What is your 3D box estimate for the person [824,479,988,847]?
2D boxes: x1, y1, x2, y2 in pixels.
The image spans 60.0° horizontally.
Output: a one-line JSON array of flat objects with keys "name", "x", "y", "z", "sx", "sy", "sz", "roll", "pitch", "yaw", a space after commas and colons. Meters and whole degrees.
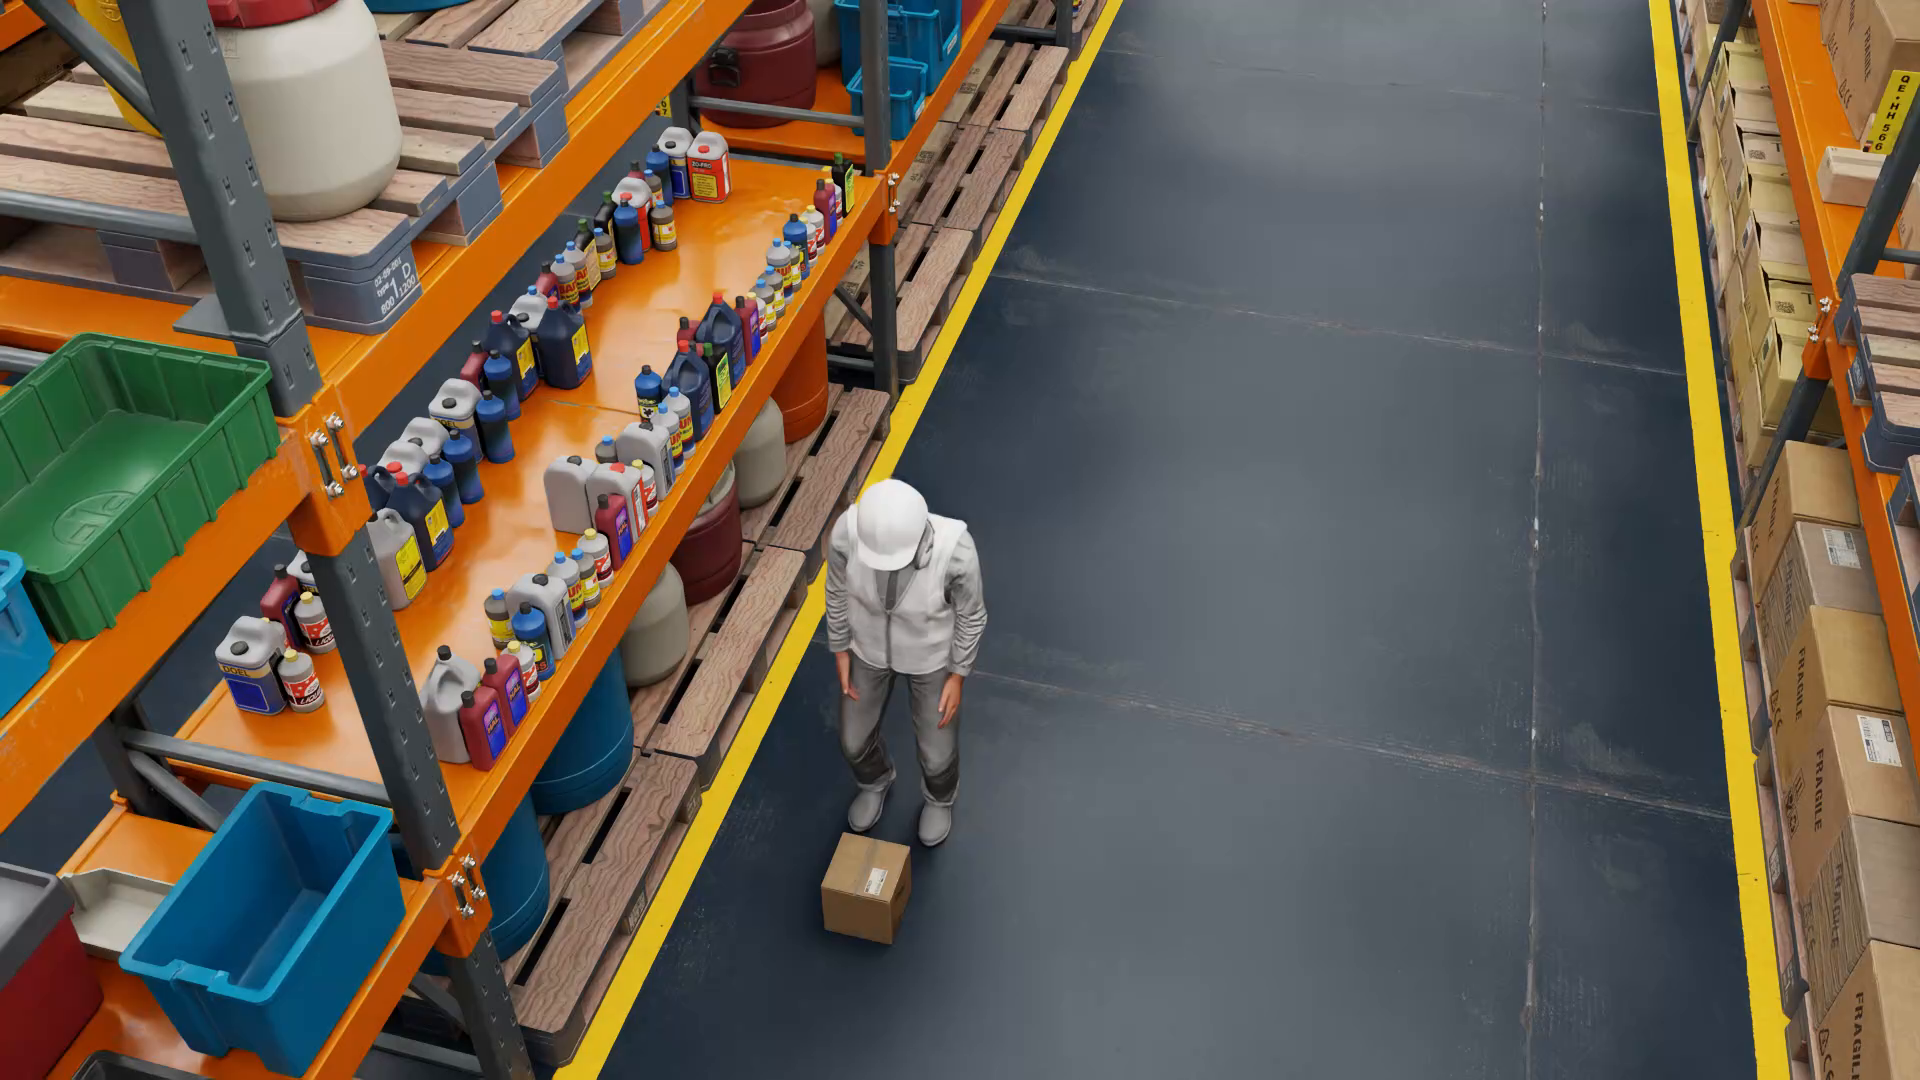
[{"name": "person", "x": -0.185, "y": 0.401, "z": 5.739, "sx": 0.567, "sy": 1.695, "sz": 0.516, "roll": 11, "pitch": 42, "yaw": 12}]
